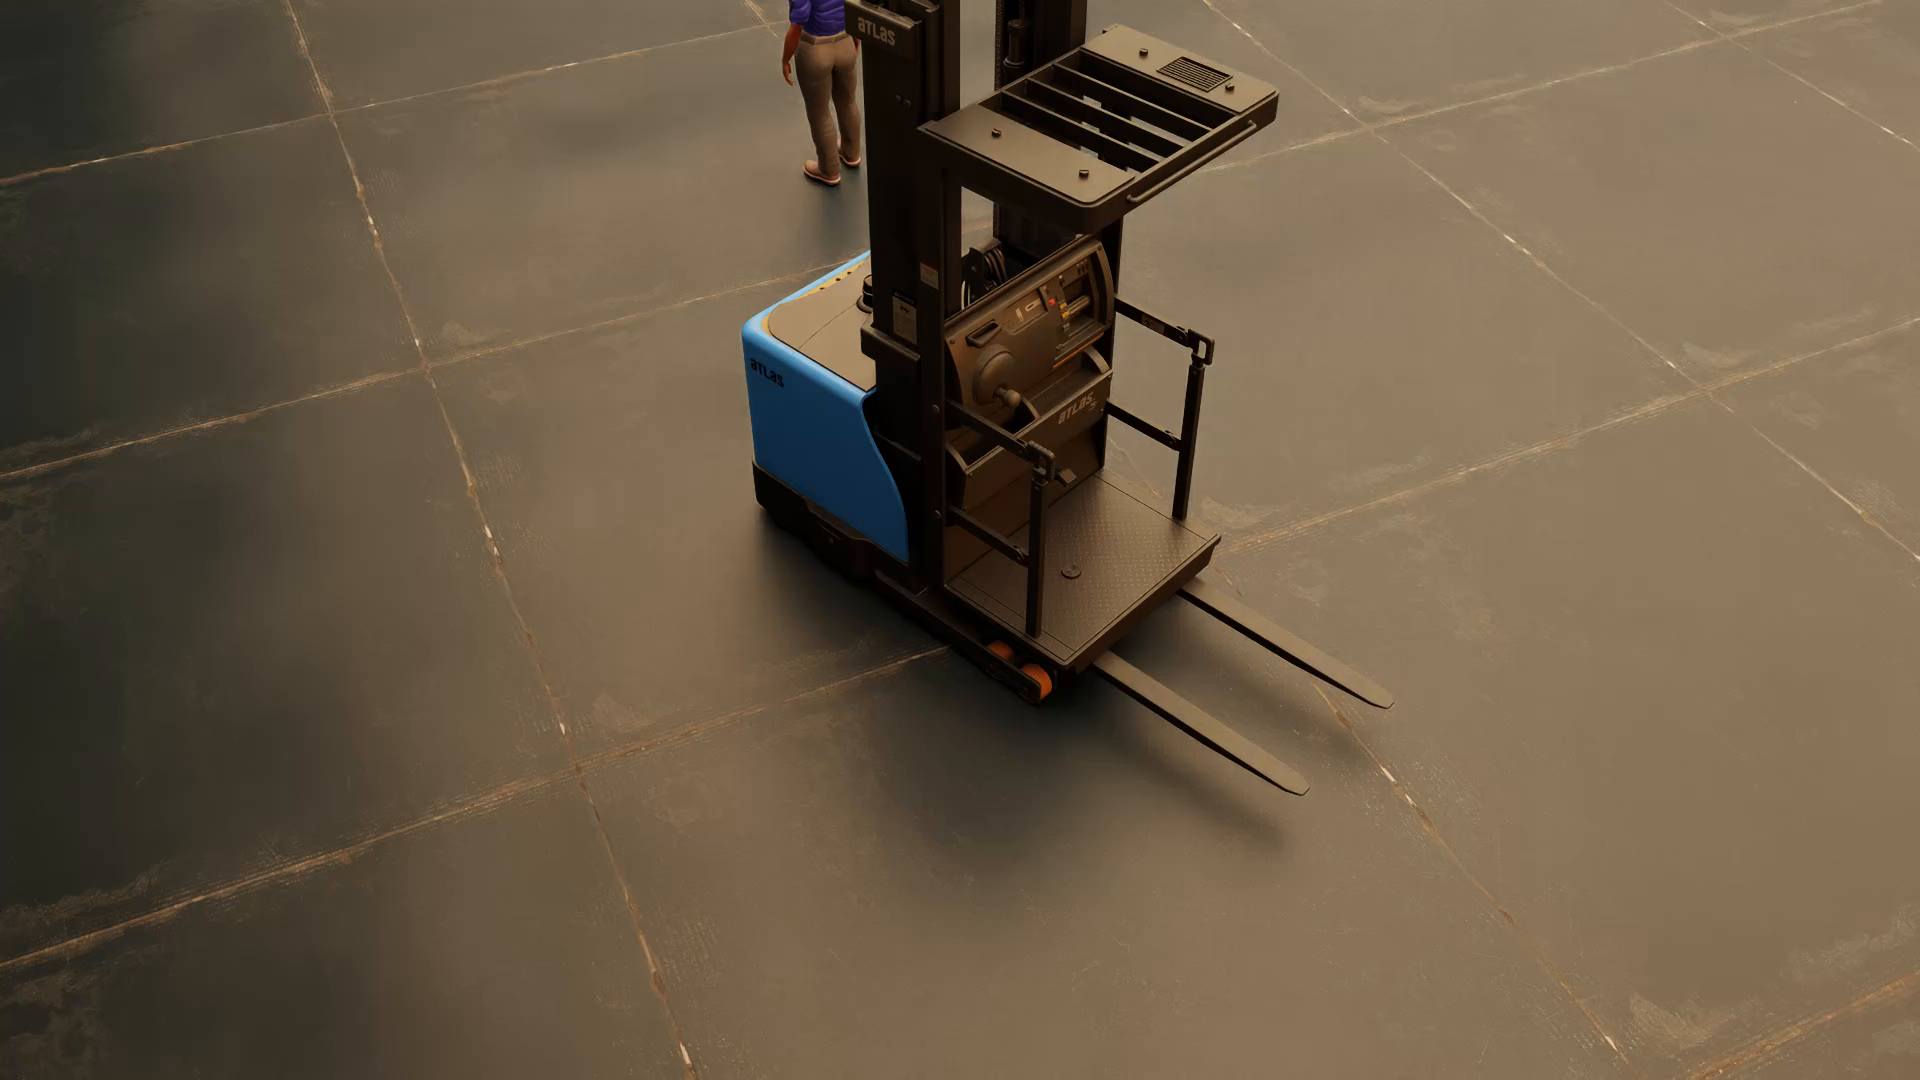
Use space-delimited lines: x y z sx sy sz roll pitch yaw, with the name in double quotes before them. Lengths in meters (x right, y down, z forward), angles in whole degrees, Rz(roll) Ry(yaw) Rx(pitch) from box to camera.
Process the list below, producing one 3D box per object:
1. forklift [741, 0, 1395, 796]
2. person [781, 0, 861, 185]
"forklift" 0.445 -0.788 6.525 3.031 2.935 1.130 32 52 30
"person" -0.815 -2.855 9.665 0.569 1.654 0.504 -26 49 -25
